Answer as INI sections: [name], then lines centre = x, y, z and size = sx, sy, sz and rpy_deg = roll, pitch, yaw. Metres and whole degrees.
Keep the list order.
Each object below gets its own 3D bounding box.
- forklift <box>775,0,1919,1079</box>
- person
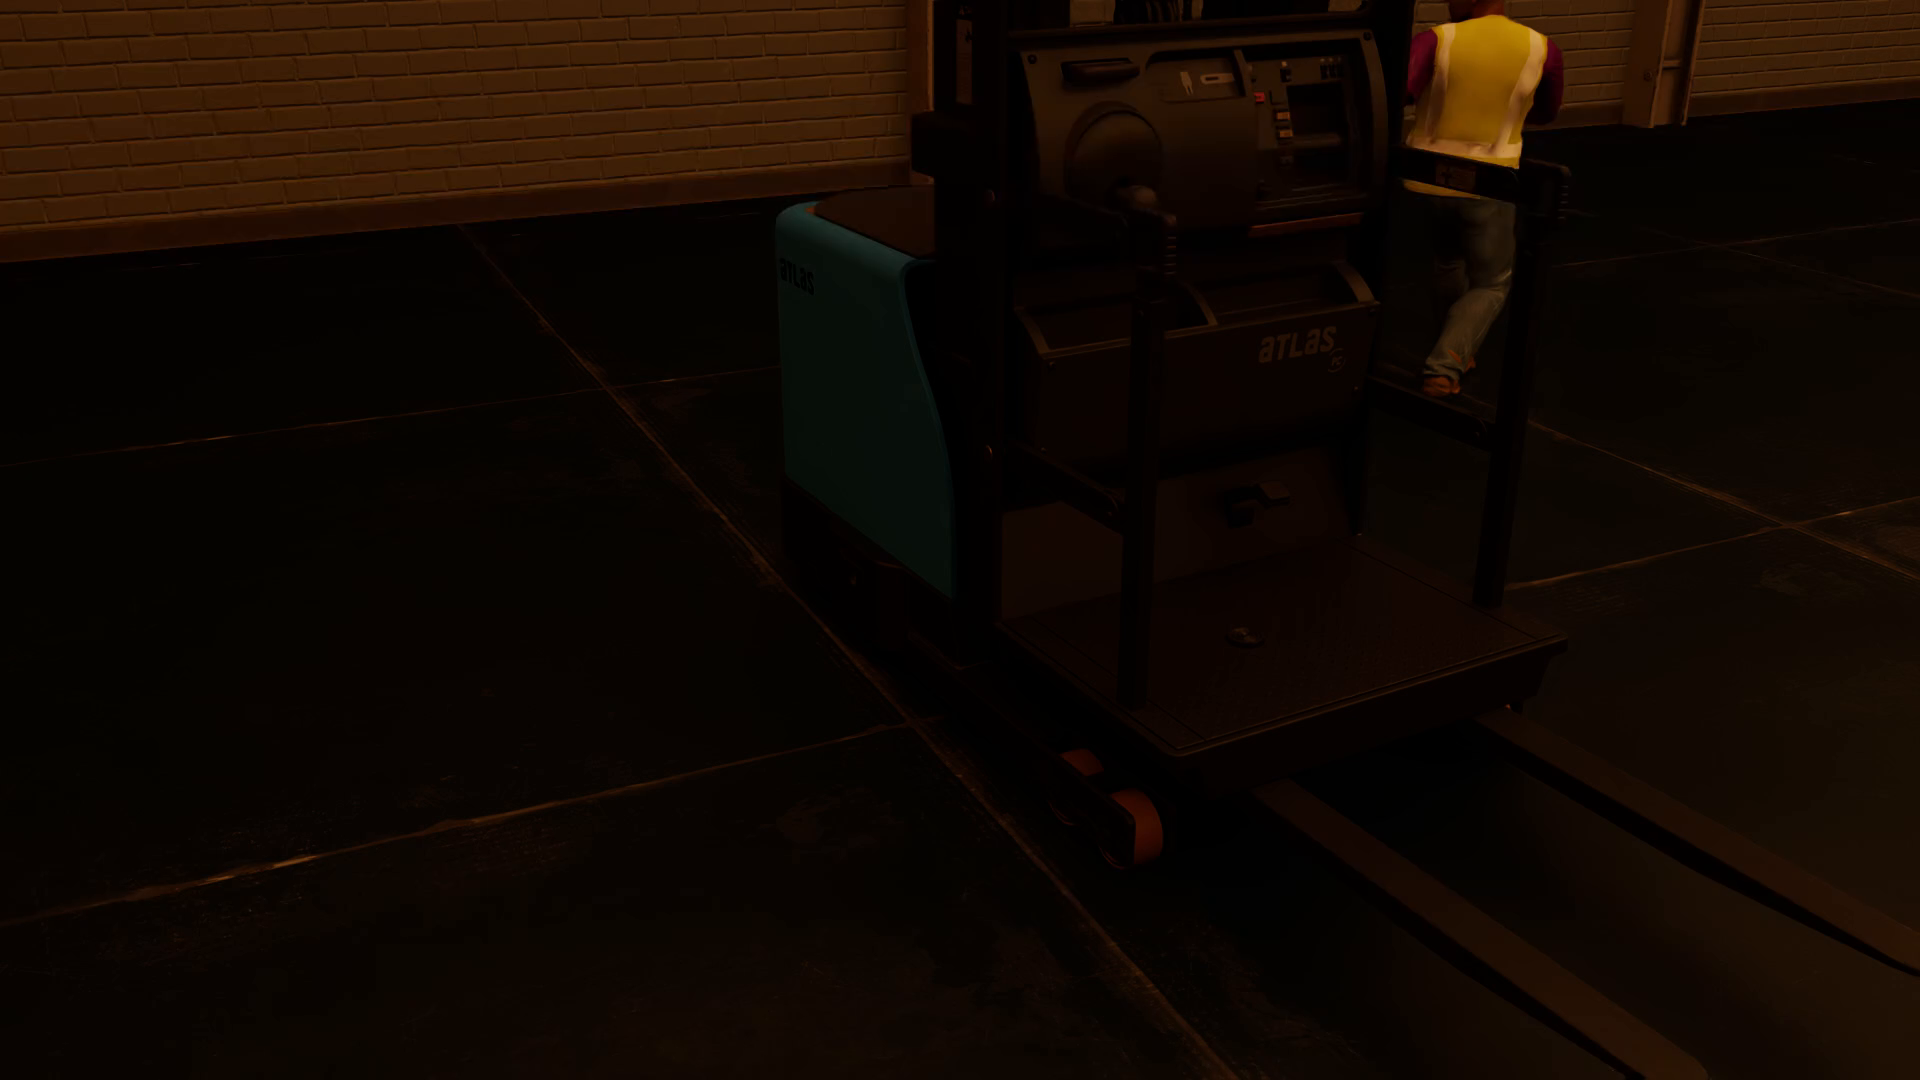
[forklift]
centre = 0.646, -0.869, 3.378
size = 1.130, 2.935, 3.031
rpy_deg = -12, 25, -27
[person]
centre = 1.885, -1.356, 6.226
size = 0.594, 1.685, 0.940
rpy_deg = 11, 25, 25
